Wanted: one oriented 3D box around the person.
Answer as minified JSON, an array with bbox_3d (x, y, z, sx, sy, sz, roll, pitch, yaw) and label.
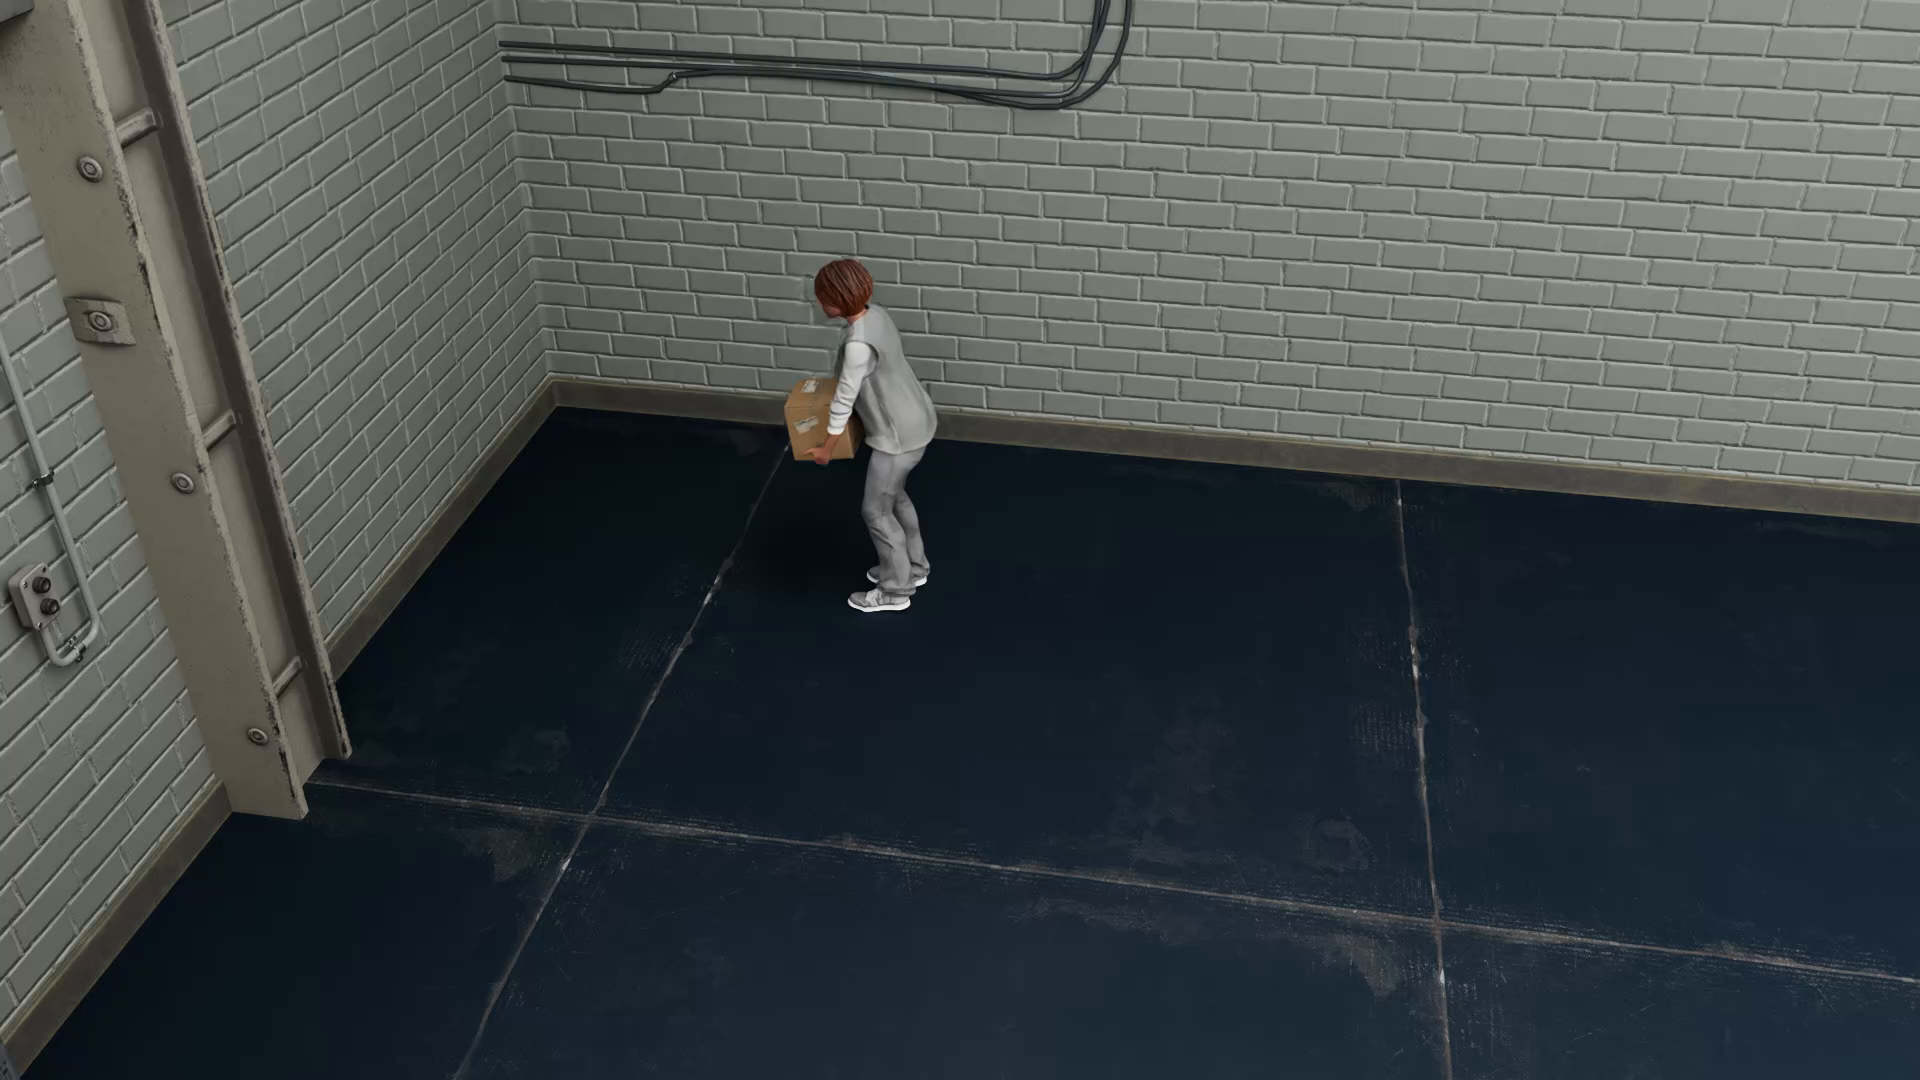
[{"bbox_3d":[-0.360,-0.415,6.832,0.532,1.560,0.373,5,33,7],"label":"person"}]
